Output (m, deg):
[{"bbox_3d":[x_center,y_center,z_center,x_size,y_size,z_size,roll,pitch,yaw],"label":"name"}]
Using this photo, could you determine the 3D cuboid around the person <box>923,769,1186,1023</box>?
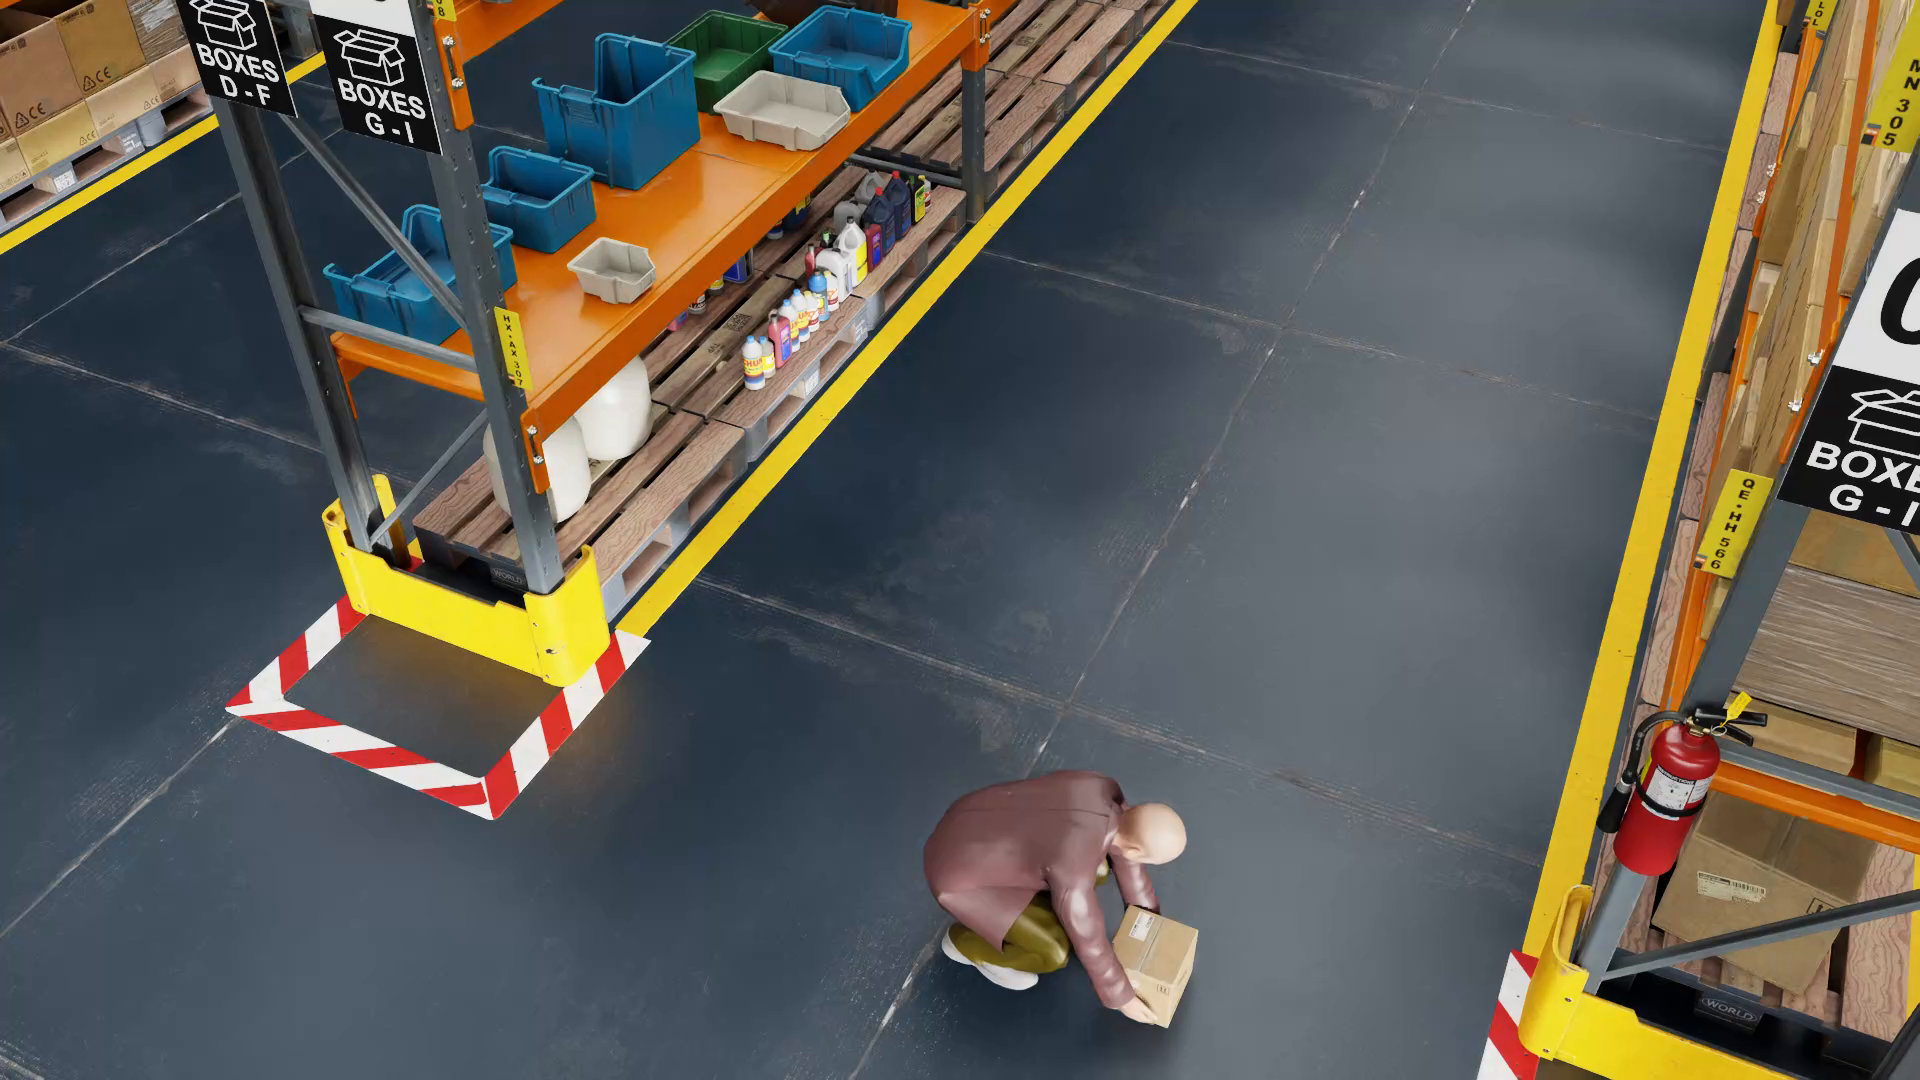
[{"bbox_3d":[0.314,1.150,5.611,0.909,0.855,0.595,17,44,19],"label":"person"}]
